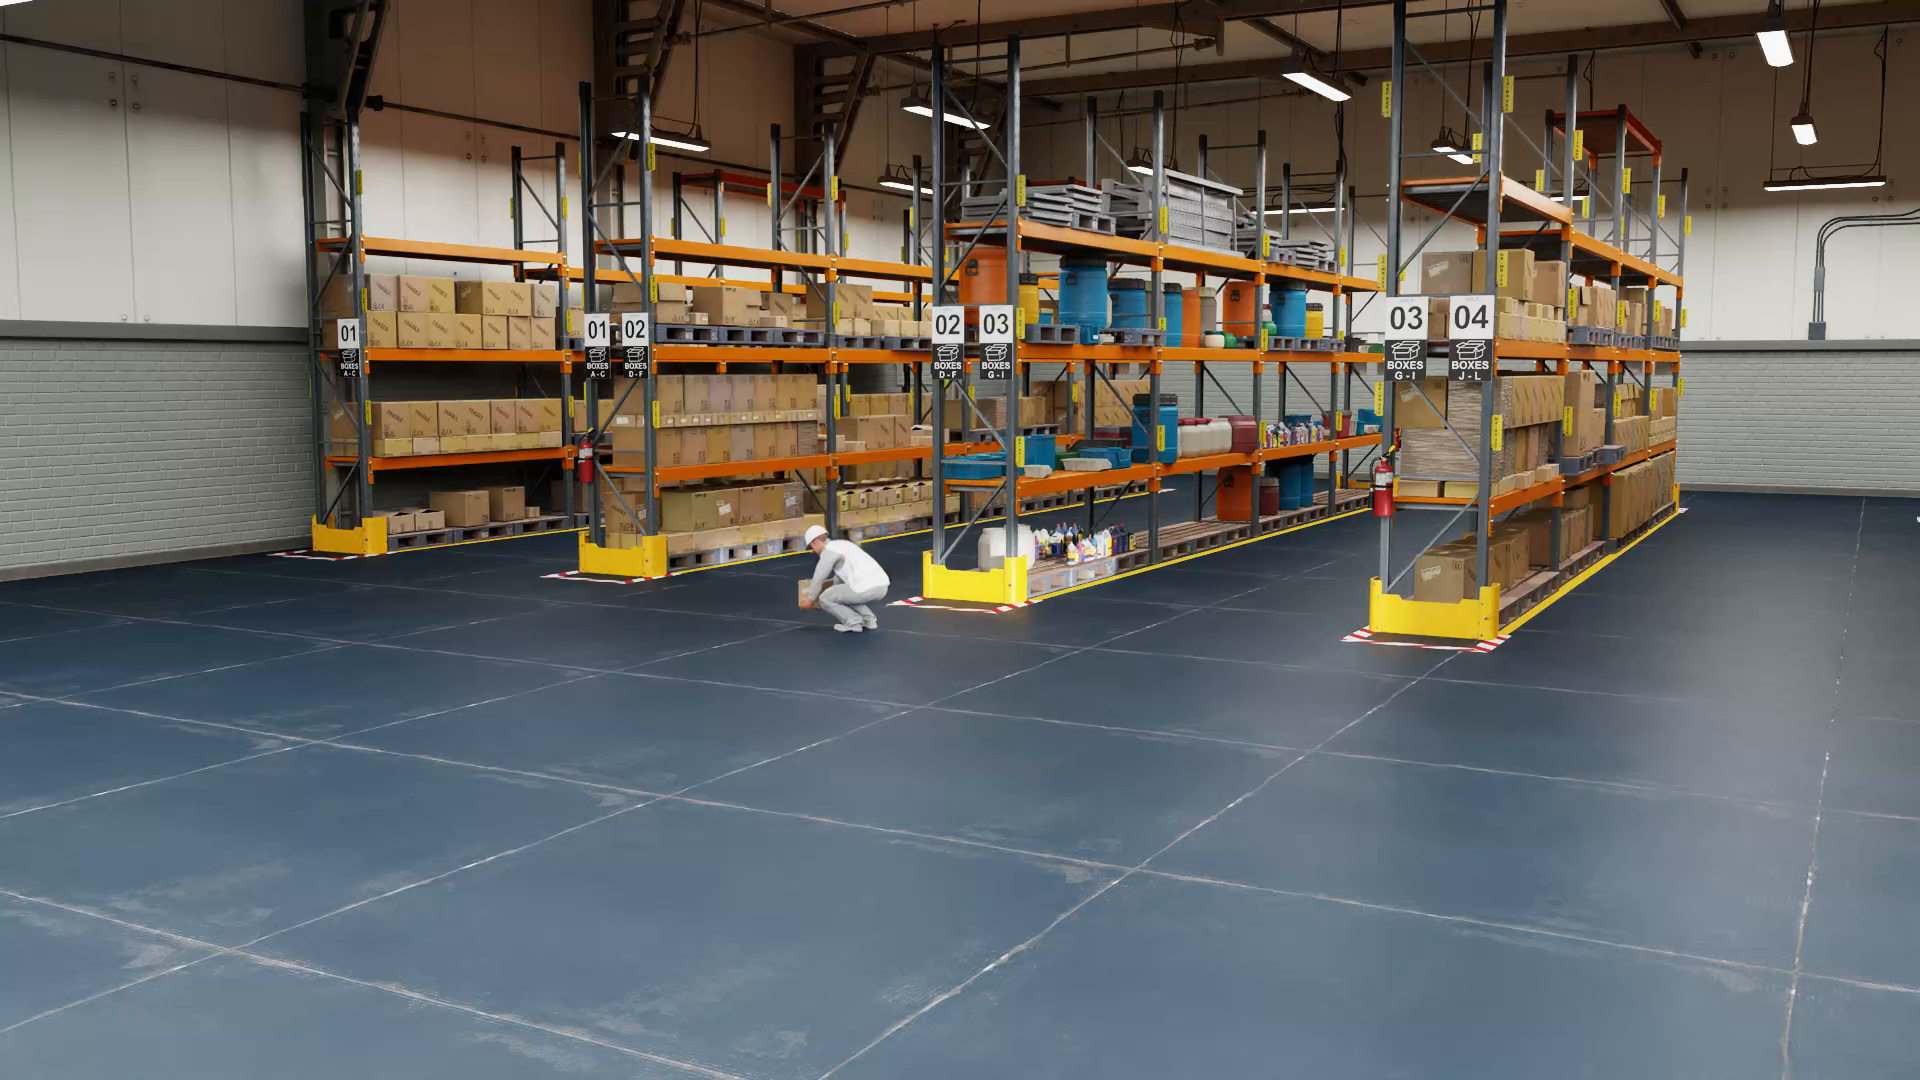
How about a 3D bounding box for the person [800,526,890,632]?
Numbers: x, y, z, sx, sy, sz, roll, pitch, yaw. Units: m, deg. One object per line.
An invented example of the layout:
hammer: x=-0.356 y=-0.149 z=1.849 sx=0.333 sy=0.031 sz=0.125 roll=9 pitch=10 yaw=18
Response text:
person: x=-1.128 y=0.369 z=16.206 sx=0.864 sy=1.007 sz=0.535 roll=3 pitch=7 yaw=29
